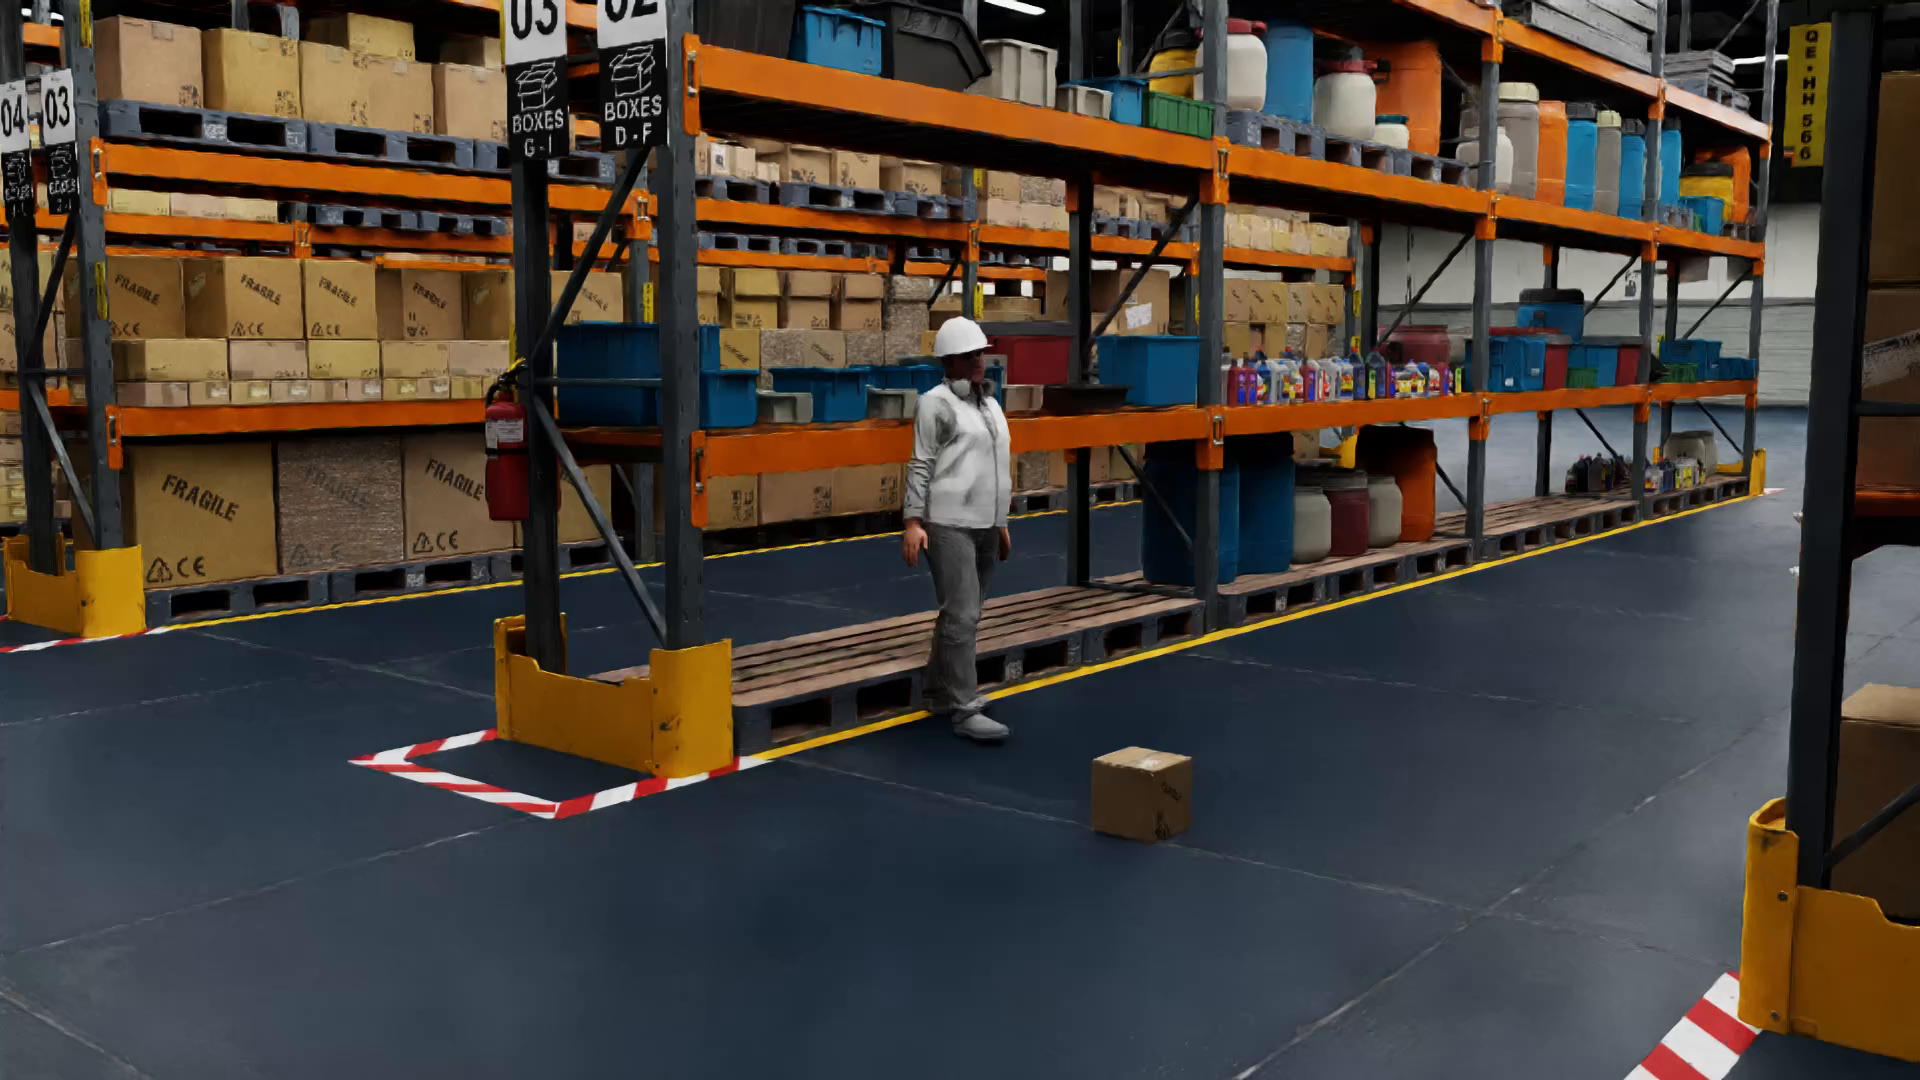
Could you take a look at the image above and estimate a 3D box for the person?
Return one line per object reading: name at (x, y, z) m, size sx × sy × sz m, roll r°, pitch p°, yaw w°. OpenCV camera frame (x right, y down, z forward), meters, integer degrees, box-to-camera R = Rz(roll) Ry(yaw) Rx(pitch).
person at (0.014, -0.057, 7.095) m, size 0.615 × 1.774 × 0.727 m, roll 4°, pitch 8°, yaw 34°
